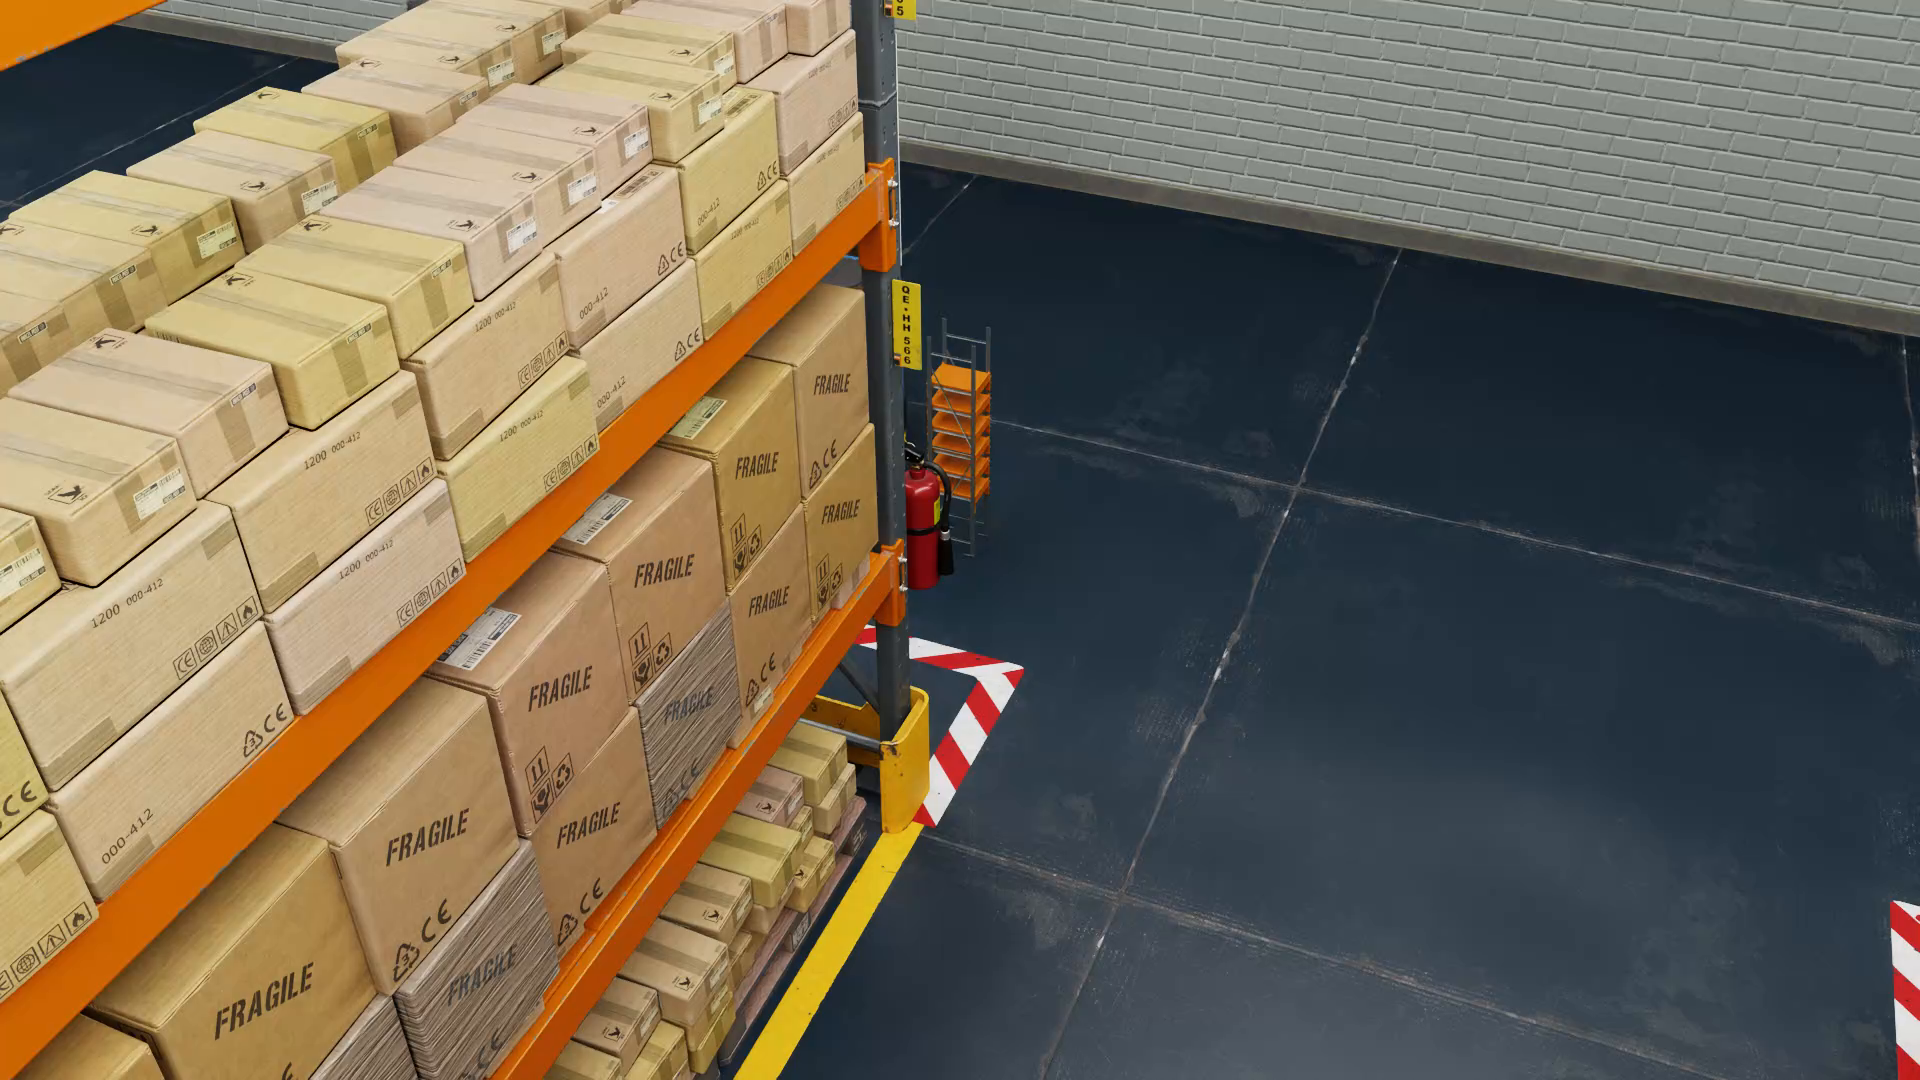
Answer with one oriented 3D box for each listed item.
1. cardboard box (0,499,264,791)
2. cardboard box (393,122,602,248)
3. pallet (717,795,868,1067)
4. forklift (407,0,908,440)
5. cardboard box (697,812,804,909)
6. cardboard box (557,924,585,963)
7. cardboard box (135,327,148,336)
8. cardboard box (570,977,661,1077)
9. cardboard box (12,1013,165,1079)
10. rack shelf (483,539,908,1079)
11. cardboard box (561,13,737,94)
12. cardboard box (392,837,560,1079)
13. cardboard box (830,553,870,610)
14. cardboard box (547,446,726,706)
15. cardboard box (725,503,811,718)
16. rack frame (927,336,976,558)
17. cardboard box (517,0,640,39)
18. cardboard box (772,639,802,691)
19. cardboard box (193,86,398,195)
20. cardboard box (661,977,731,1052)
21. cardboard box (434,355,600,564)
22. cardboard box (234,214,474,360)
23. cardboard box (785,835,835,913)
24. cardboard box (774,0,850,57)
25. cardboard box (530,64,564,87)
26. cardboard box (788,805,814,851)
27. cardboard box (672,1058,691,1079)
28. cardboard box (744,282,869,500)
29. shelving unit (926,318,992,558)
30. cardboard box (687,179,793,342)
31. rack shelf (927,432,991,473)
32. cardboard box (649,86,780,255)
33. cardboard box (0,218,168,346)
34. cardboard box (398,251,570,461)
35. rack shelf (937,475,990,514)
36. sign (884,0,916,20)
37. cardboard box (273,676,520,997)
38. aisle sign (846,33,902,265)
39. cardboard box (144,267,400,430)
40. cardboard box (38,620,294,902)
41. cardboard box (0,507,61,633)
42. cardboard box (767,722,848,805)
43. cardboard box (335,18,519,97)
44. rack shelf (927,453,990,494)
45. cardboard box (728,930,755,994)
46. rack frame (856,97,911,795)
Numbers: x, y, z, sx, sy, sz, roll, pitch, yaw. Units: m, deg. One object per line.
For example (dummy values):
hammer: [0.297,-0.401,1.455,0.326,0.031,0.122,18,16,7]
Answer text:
cardboard box: [-1.606,0.120,2.888,0.500,0.250,0.500,14,39,18]
cardboard box: [-1.055,-0.815,3.806,0.380,0.149,0.250,15,39,19]
pallet: [-1.054,1.334,6.390,1.003,0.211,1.213,14,39,18]
forklift: [-1.850,-1.767,8.268,3.031,2.935,1.130,13,39,17]
cardboard box: [-0.780,1.118,5.884,0.380,0.149,0.250,13,39,17]
cardboard box: [-1.280,1.067,4.628,0.380,0.149,0.250,15,39,19]
cardboard box: [-1.862,-0.282,3.426,0.500,0.250,0.500,15,39,20]
cardboard box: [-1.191,1.529,5.334,0.380,0.149,0.250,13,39,16]
cardboard box: [-1.808,1.194,3.081,0.500,0.500,0.500,15,39,19]
rack shelf: [-1.444,1.129,4.937,1.077,0.370,4.000,14,39,18]
cardboard box: [-0.819,-1.260,4.401,0.380,0.149,0.250,13,39,16]
cardboard box: [-1.377,1.026,4.142,0.500,0.500,0.500,13,39,17]
cardboard box: [-0.546,0.079,5.950,0.380,0.149,0.250,14,39,18]
cardboard box: [-1.010,0.054,4.606,0.500,0.500,0.500,16,40,20]
cardboard box: [-0.817,0.166,5.292,0.500,0.500,0.500,13,39,17]
rack frame: [-0.040,-0.422,7.914,0.240,1.200,0.006,14,39,18]
cardboard box: [-1.131,-1.503,4.727,0.380,0.149,0.250,15,39,20]
cardboard box: [-0.757,0.350,5.587,0.380,0.149,0.250,13,39,17]
cardboard box: [-1.583,-0.944,3.978,0.380,0.149,0.250,15,39,19]
cardboard box: [-1.001,1.523,5.590,0.380,0.149,0.250,14,39,18]
cardboard box: [-1.184,-0.241,3.789,0.500,0.250,0.500,16,40,20]
cardboard box: [-1.239,-0.524,3.416,0.380,0.149,0.250,13,39,16]
cardboard box: [-0.695,1.212,6.256,0.380,0.149,0.250,15,39,19]
cardboard box: [-0.538,-1.517,4.745,0.380,0.149,0.250,14,39,17]
cardboard box: [-1.288,-1.135,4.567,0.500,0.250,0.500,13,39,17]
cardboard box: [-0.770,1.078,6.186,0.380,0.149,0.250,13,39,17]
cardboard box: [-1.119,1.780,5.495,0.380,0.149,0.250,15,39,19]
cardboard box: [-0.627,-0.516,5.369,0.500,0.500,0.500,13,39,17]
shelving unit: [-0.005,-0.473,7.982,0.258,1.200,0.189,14,39,18]
cardboard box: [-0.799,-0.812,4.552,0.500,0.250,0.500,14,39,18]
rack shelf: [-0.005,-0.437,8.008,0.258,0.103,0.180,14,39,18]
cardboard box: [-0.817,-1.012,4.402,0.500,0.250,0.500,13,39,17]
cardboard box: [-1.871,-0.511,3.398,0.380,0.149,0.250,14,39,17]
cardboard box: [-1.217,-0.452,3.653,0.500,0.250,0.500,12,38,16]
rack shelf: [-0.005,-0.245,8.152,0.258,0.103,0.180,14,39,18]
sign: [-0.178,-1.685,4.856,0.100,0.325,0.005,14,39,18]
cardboard box: [-1.405,0.632,3.834,0.500,0.500,0.500,14,39,18]
aisle sign: [-0.378,-1.280,5.387,0.394,0.787,0.004,14,39,18]
cardboard box: [-1.326,-0.376,3.218,0.380,0.149,0.250,16,40,20]
cardboard box: [-1.603,0.331,3.023,0.500,0.250,0.500,13,39,17]
cardboard box: [-1.693,0.046,2.654,0.380,0.149,0.250,13,39,17]
cardboard box: [-0.650,0.820,6.283,0.380,0.149,0.250,14,39,18]
cardboard box: [-1.395,-1.235,4.368,0.380,0.149,0.250,14,39,18]
rack shelf: [-0.005,-0.341,8.080,0.258,0.103,0.180,14,39,18]
cardboard box: [-0.957,1.478,5.899,0.380,0.149,0.250,14,39,18]
rack frame: [-0.683,-0.266,6.203,1.000,3.000,0.127,14,39,18]
